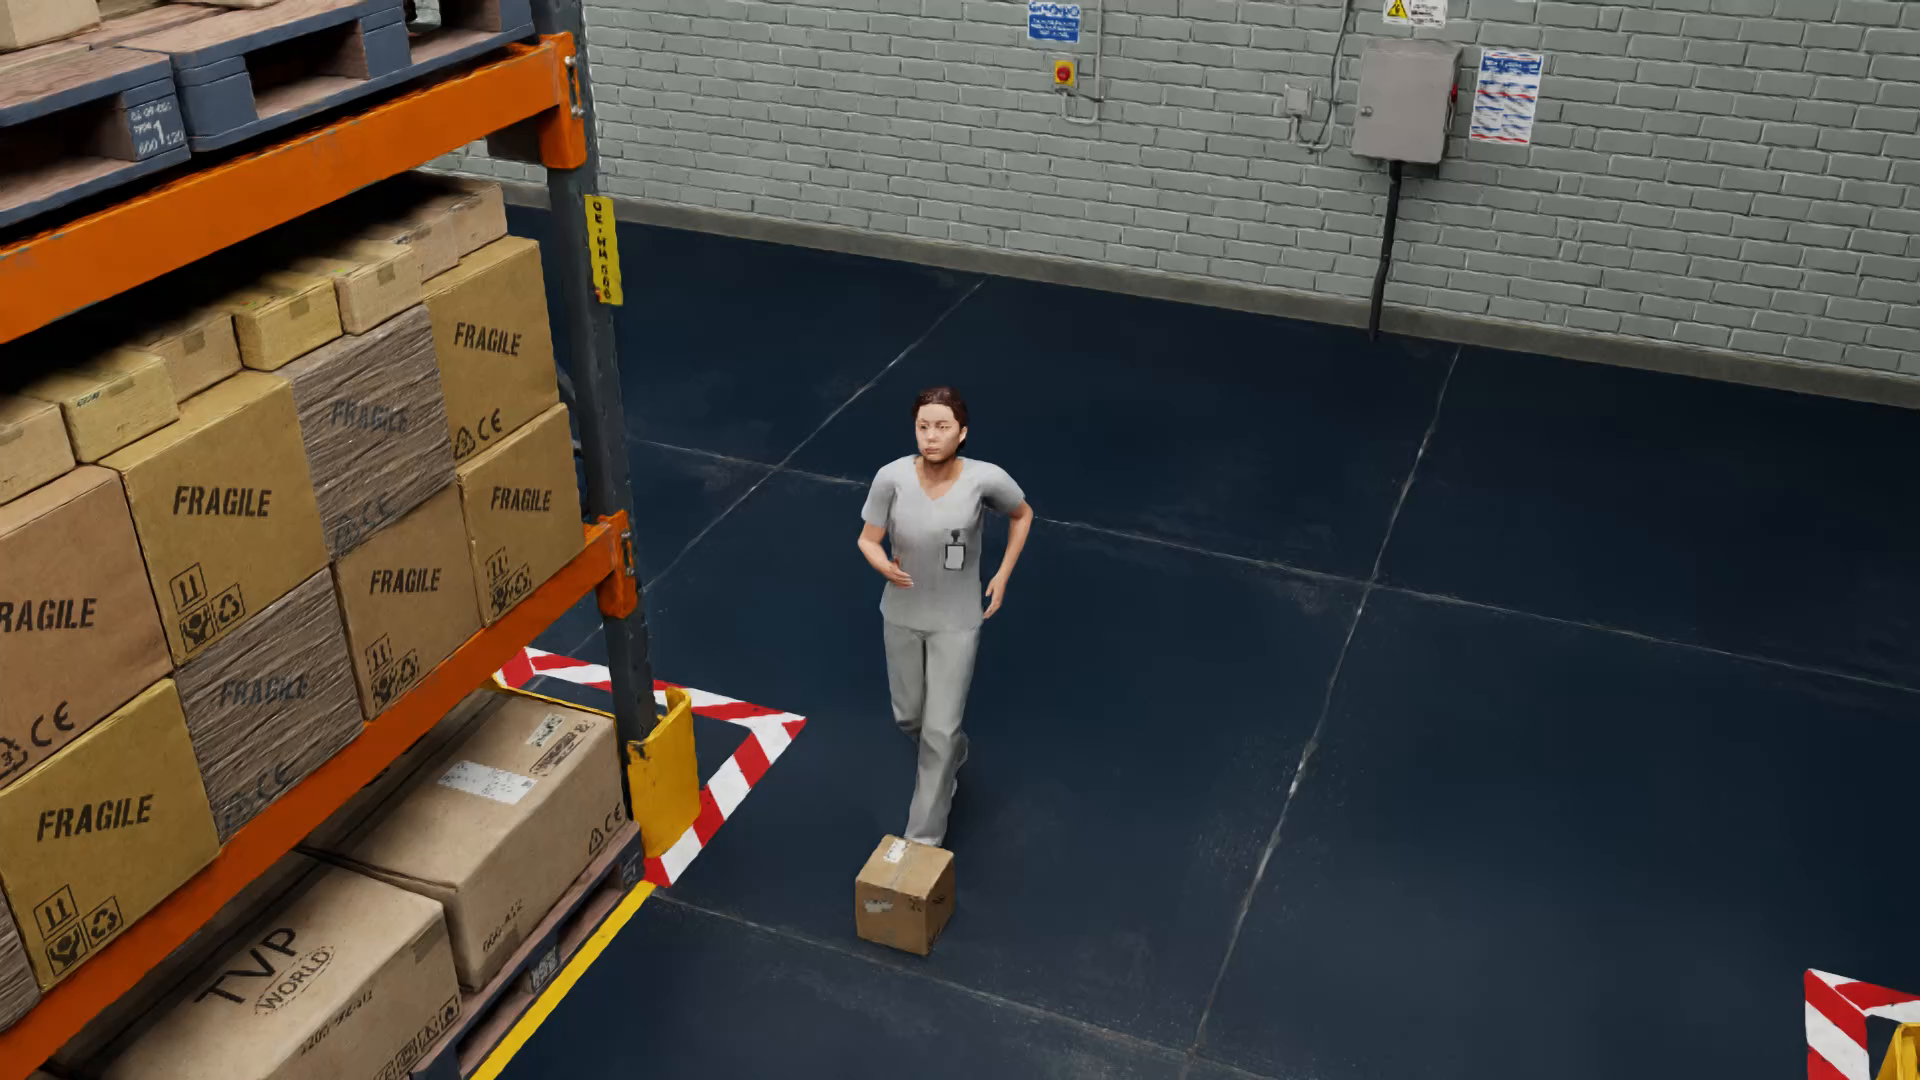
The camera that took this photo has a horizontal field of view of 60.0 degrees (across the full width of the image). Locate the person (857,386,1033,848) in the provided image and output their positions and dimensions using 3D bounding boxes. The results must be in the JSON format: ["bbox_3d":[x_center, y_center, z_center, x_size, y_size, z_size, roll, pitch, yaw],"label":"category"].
[{"bbox_3d":[-0.114,0.332,5.591,0.527,1.649,0.792,9,31,16],"label":"person"}]
